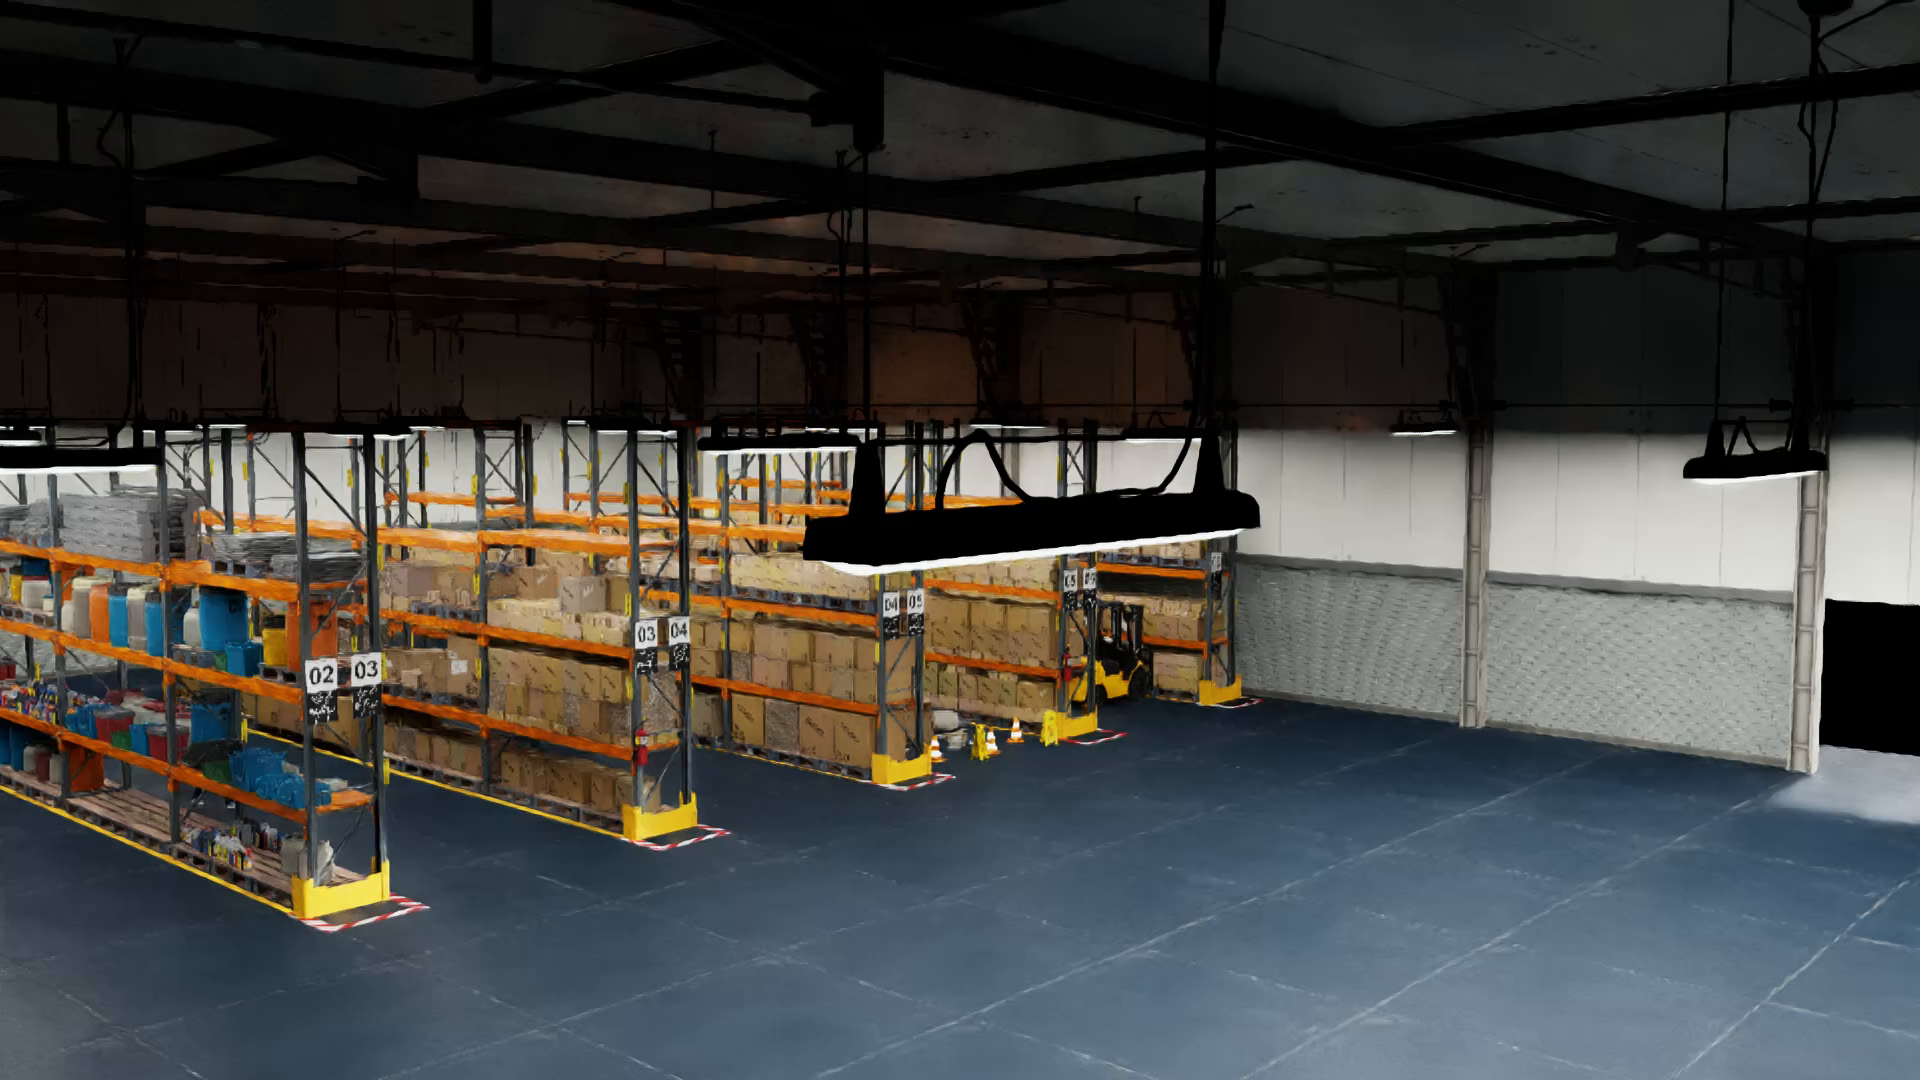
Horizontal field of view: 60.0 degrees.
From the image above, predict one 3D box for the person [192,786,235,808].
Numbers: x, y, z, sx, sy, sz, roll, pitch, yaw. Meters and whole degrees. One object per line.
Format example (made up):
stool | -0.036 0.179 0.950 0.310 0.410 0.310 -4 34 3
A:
person | -11.685 3.427 26.004 0.957 1.533 0.411 3 6 33
